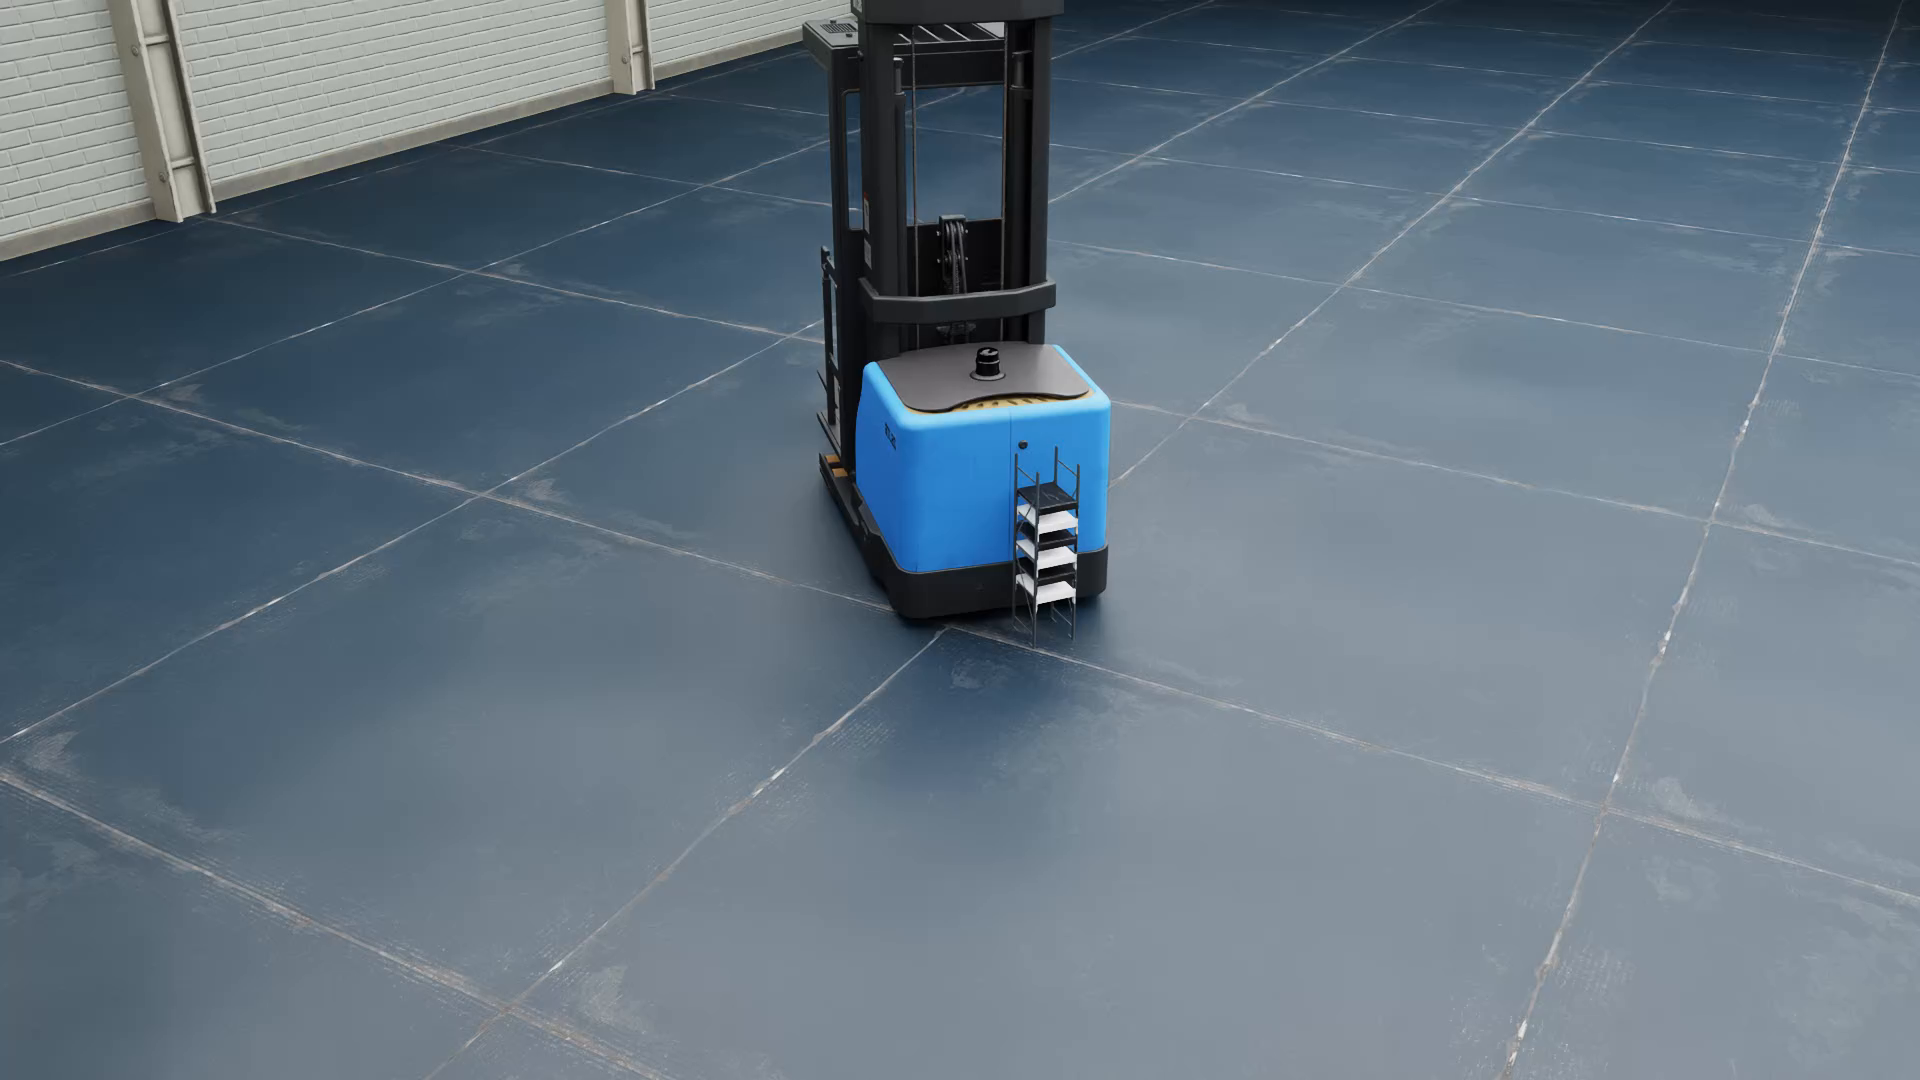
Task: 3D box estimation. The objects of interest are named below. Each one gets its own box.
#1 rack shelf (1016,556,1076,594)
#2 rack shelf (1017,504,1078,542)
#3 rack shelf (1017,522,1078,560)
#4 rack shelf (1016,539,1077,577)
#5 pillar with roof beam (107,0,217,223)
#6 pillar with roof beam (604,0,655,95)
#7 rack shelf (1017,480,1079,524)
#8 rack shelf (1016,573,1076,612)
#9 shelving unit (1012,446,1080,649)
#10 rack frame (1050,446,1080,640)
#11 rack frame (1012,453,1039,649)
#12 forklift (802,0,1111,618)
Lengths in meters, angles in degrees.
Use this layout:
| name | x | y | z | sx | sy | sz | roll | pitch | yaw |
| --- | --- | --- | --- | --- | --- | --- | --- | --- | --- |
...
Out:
| name | x | y | z | sx | sy | sz | roll | pitch | yaw |
| --- | --- | --- | --- | --- | --- | --- | --- | --- | --- |
| rack shelf | 0.392 | 0.148 | 7.724 | 0.200 | 0.077 | 0.258 | -11 | 29 | -21 |
| rack shelf | 0.392 | -0.093 | 7.603 | 0.200 | 0.077 | 0.258 | -11 | 29 | -21 |
| rack shelf | 0.392 | -0.013 | 7.643 | 0.200 | 0.077 | 0.258 | -11 | 29 | -21 |
| rack shelf | 0.392 | 0.068 | 7.684 | 0.200 | 0.077 | 0.258 | -11 | 29 | -21 |
| pillar with roof beam | -2.937 | -5.885 | 10.452 | 9.100 | 9.000 | 0.400 | 14 | 30 | 26 |
| pillar with roof beam | 0.014 | -8.223 | 15.124 | 9.100 | 9.000 | 0.400 | 14 | 30 | 26 |
| rack shelf | 0.392 | -0.174 | 7.563 | 0.200 | 0.077 | 0.258 | -11 | 29 | -21 |
| rack shelf | 0.392 | 0.229 | 7.764 | 0.200 | 0.077 | 0.258 | -11 | 29 | -21 |
| shelving unit | 0.392 | 0.038 | 7.669 | 0.210 | 0.900 | 0.258 | -11 | 29 | -21 |
| rack frame | 0.485 | 0.020 | 7.706 | 0.006 | 0.900 | 0.240 | -11 | 29 | -21 |
| rack frame | 0.299 | 0.056 | 7.632 | 0.006 | 0.900 | 0.240 | -11 | 29 | -21 |
| forklift | -0.164 | -1.580 | 8.633 | 1.130 | 2.935 | 3.031 | -7 | 27 | -14 |
